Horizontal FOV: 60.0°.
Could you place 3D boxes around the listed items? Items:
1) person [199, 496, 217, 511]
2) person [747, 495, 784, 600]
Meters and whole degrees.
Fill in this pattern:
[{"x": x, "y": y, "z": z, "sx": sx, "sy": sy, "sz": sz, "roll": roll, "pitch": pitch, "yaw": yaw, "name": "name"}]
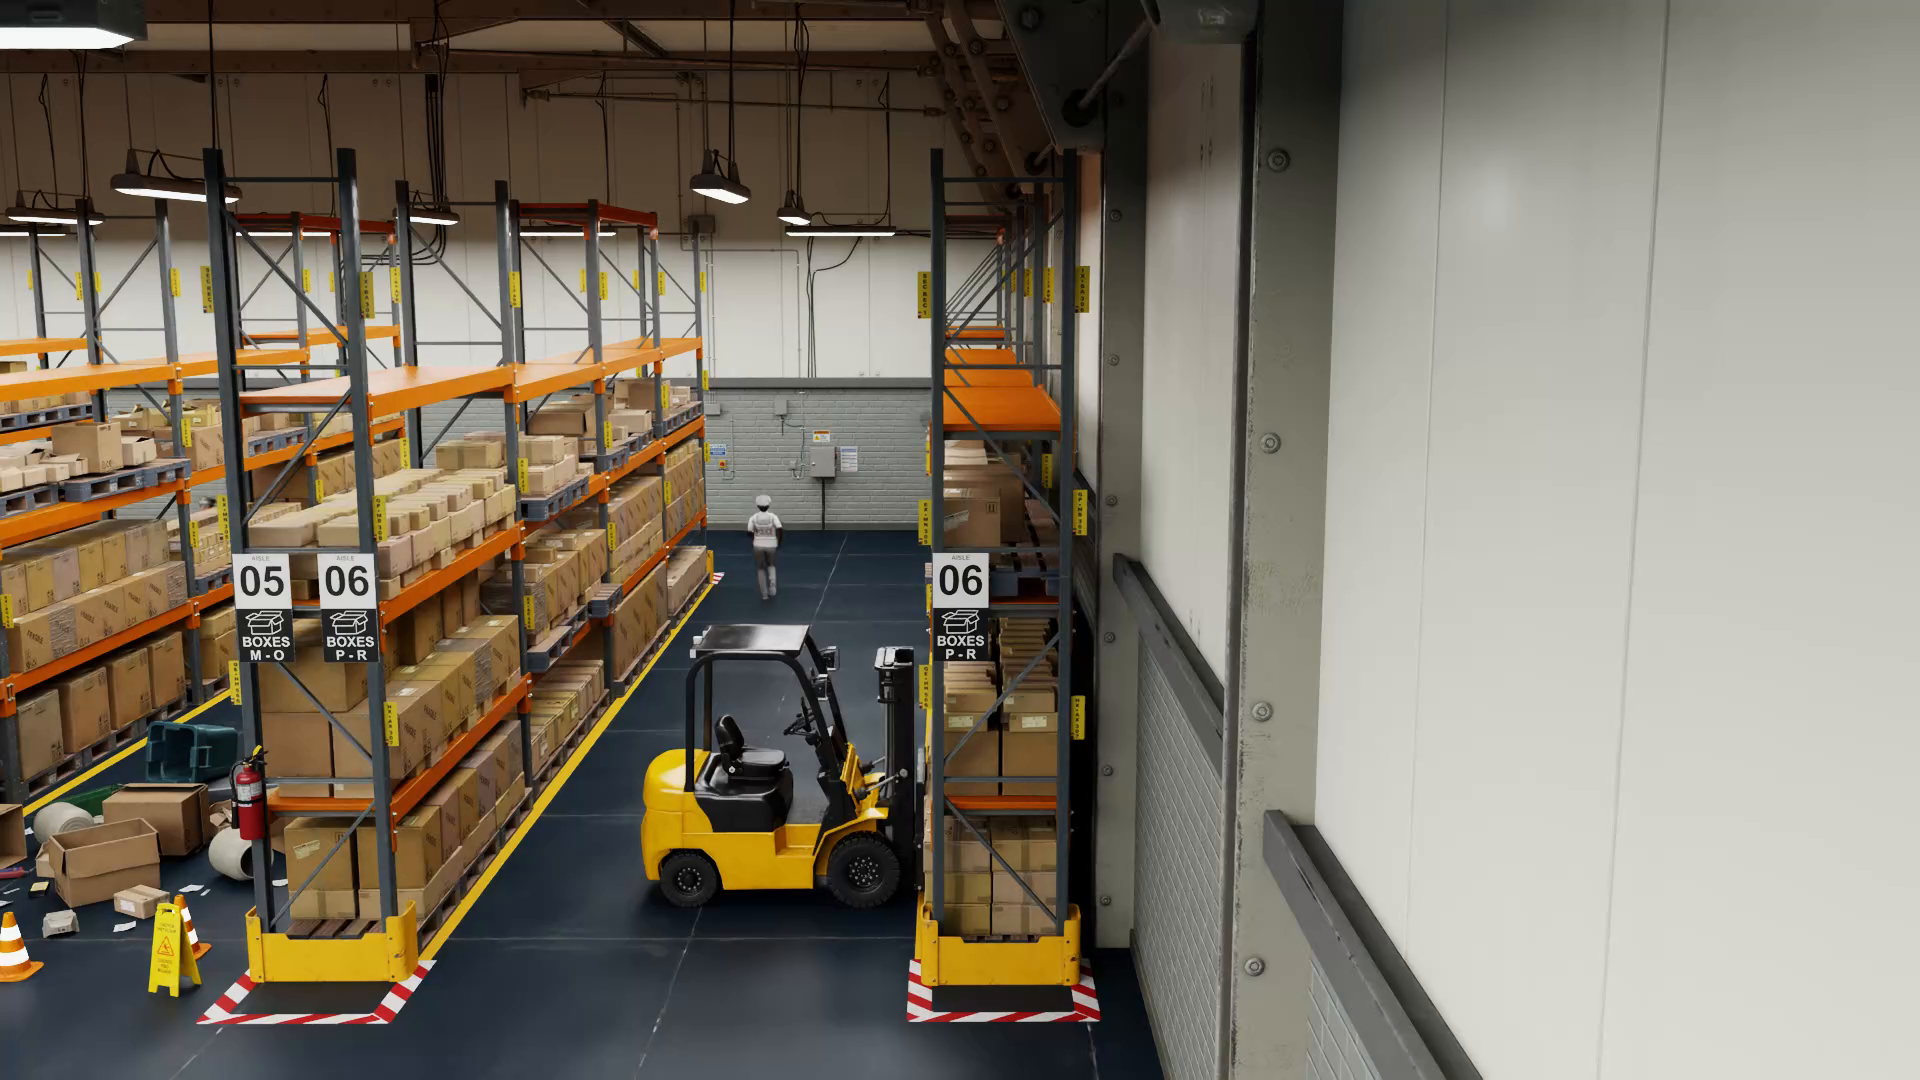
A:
[{"x": -11.555, "y": 0.203, "z": 25.676, "sx": 0.677, "sy": 1.797, "sz": 0.899, "roll": 2, "pitch": 9, "yaw": 11, "name": "person"}, {"x": -3.064, "y": 0.100, "z": 26.229, "sx": 0.549, "sy": 1.661, "sz": 0.568, "roll": -2, "pitch": 9, "yaw": -10, "name": "person"}]
